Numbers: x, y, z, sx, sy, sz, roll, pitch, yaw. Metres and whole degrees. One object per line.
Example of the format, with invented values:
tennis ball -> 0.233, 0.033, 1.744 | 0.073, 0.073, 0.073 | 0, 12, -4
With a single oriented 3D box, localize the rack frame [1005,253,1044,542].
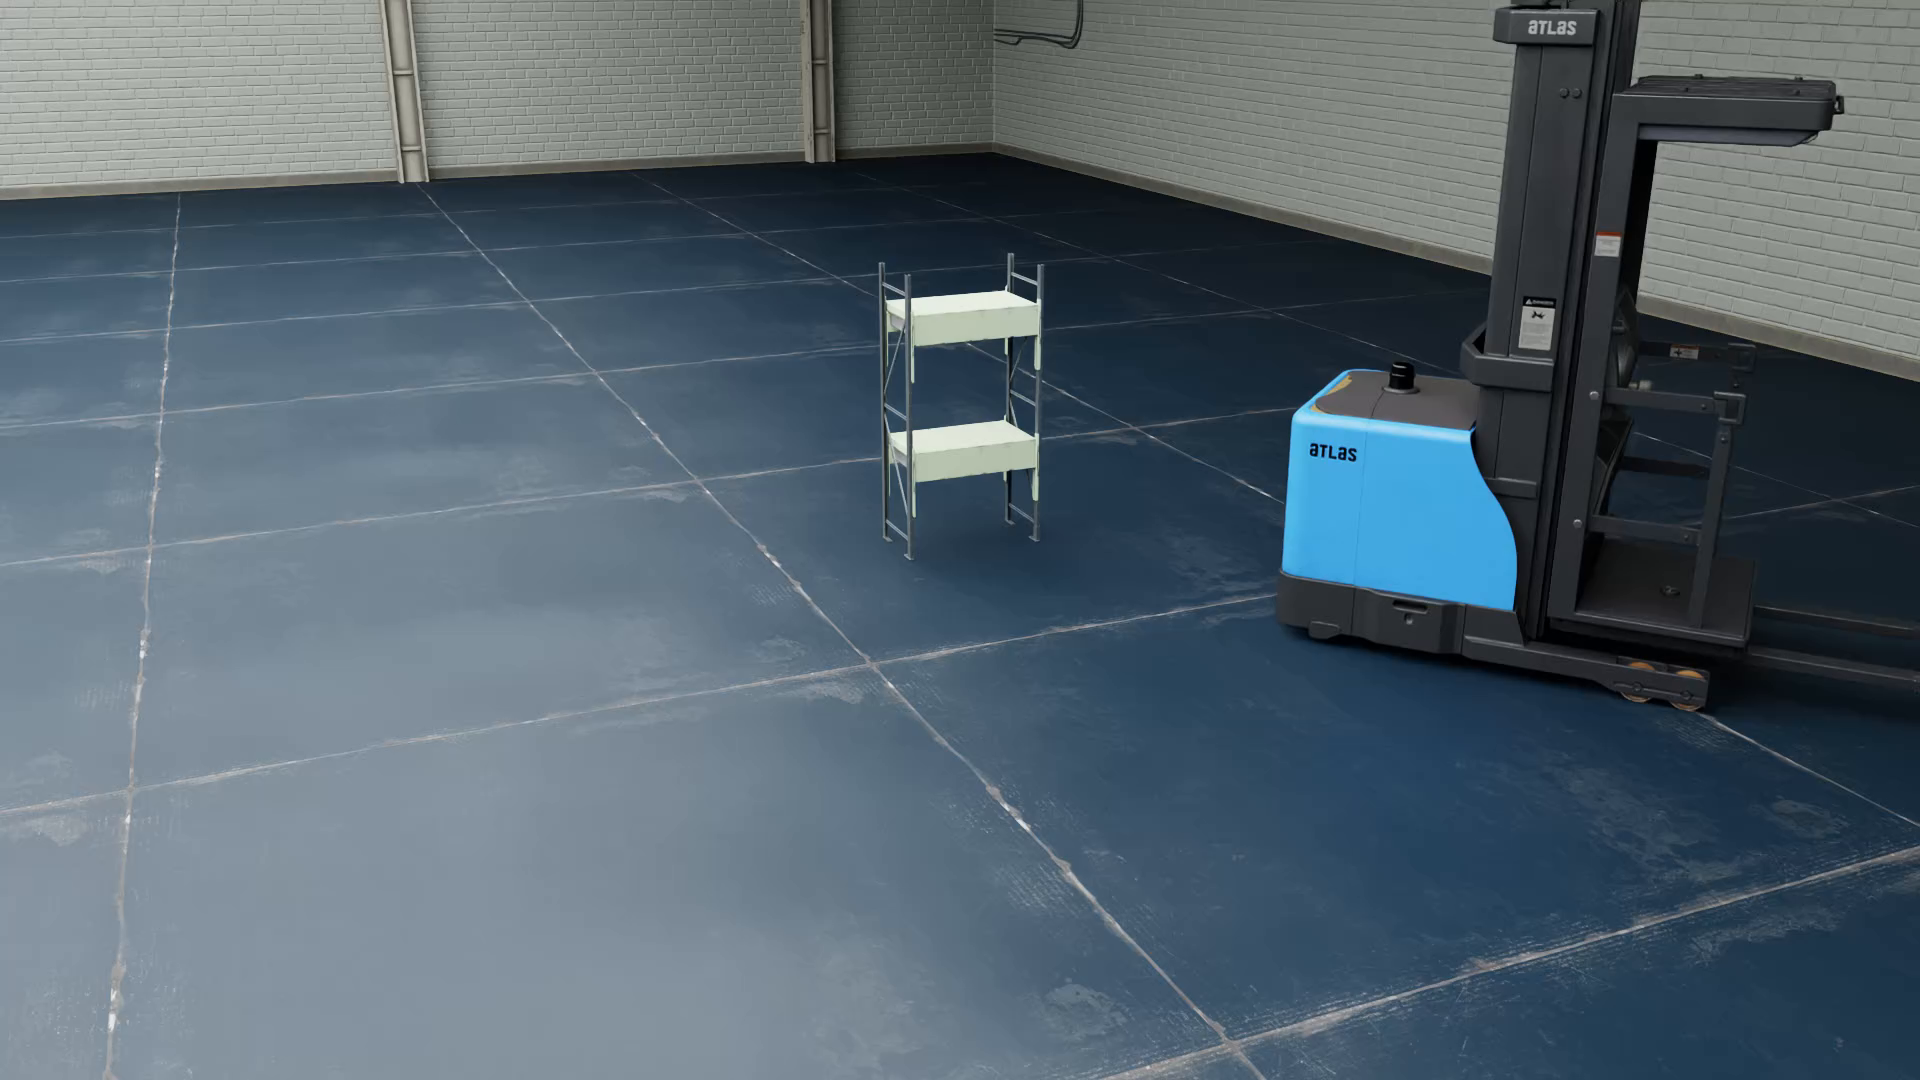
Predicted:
rack frame -> 0.342, -0.756, 8.912 | 0.023, 1.500, 0.400 | -8, 21, -22

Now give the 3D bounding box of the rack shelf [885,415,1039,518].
rack shelf -> 0.006, -0.401, 8.884 | 0.720, 0.370, 0.431 | -8, 21, -22

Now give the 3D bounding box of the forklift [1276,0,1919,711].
forklift -> 3.030, -0.866, 7.069 | 3.031, 2.935, 1.130 | 9, 21, 25

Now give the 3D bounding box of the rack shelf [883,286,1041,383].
rack shelf -> 0.006, -1.076, 8.646 | 0.720, 0.370, 0.431 | -8, 21, -22

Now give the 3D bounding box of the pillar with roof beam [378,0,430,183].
pillar with roof beam -> -5.951, -7.962, 18.086 | 0.400, 9.000, 9.100 | -8, 21, -22

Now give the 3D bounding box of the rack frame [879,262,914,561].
rack frame -> -0.330, -0.660, 8.639 | 0.023, 1.500, 0.400 | -8, 21, -22

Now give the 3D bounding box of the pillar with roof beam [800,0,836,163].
pillar with roof beam -> -0.442, -8.752, 20.328 | 0.400, 9.000, 9.100 | -8, 21, -22

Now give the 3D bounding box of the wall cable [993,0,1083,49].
wall cable -> 1.082, -8.584, 24.528 | 0.112, 2.526, 3.097 | -8, 21, -22

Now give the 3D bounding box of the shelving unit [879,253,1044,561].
shelving unit -> 0.006, -0.708, 8.775 | 0.755, 1.500, 0.431 | -8, 21, -22
